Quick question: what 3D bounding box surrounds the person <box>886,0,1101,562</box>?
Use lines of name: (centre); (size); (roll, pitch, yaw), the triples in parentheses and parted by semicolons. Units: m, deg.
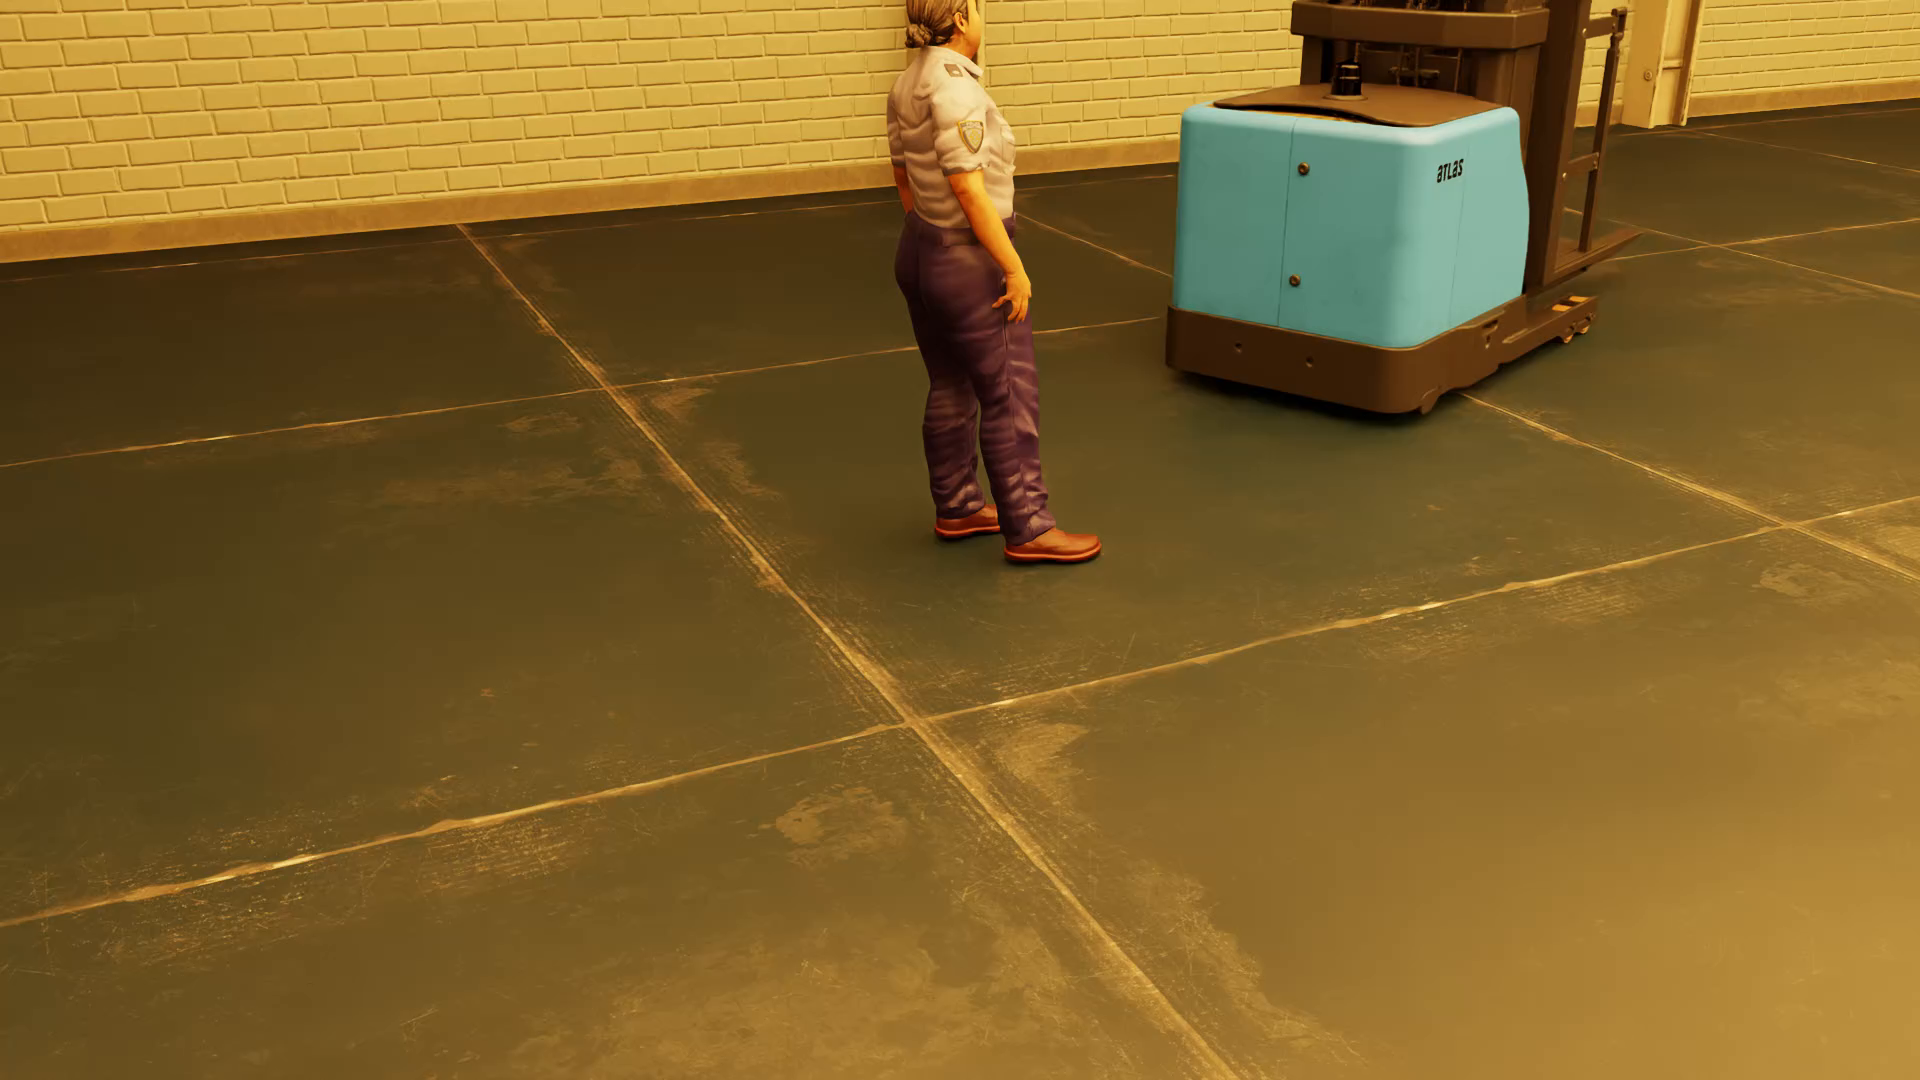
person: (0.092, -0.774, 4.804); (0.502, 1.651, 0.598); (-10, 25, -23)

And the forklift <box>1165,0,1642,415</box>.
forklift: (2.139, -2.304, 6.834); (1.130, 2.935, 3.031); (17, 28, 36)
